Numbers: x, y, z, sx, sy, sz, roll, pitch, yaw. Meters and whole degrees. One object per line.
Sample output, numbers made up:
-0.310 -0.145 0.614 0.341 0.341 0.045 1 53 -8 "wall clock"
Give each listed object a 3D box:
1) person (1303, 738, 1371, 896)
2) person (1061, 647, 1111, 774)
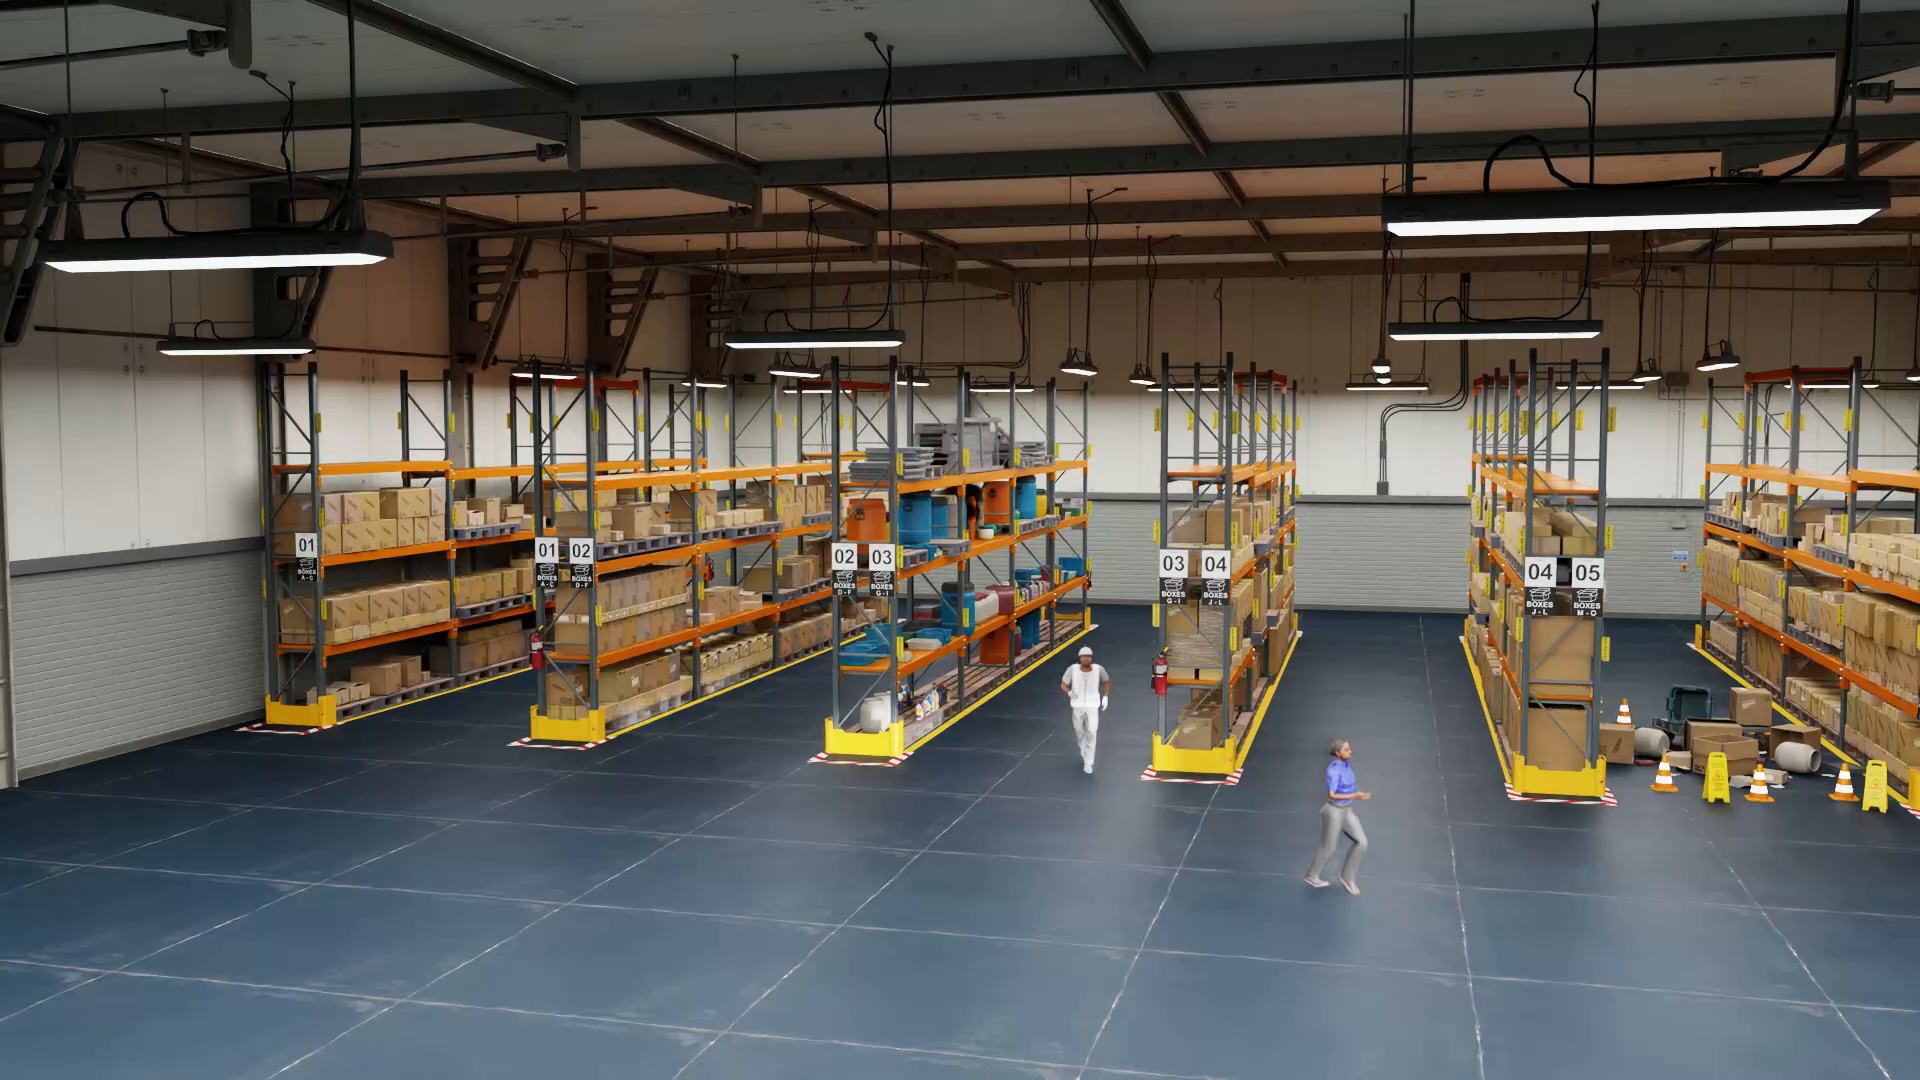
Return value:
4.034 2.946 17.658 0.765 1.695 0.523 3 5 41 "person"
1.821 2.429 24.133 0.720 1.783 0.893 0 4 6 "person"
